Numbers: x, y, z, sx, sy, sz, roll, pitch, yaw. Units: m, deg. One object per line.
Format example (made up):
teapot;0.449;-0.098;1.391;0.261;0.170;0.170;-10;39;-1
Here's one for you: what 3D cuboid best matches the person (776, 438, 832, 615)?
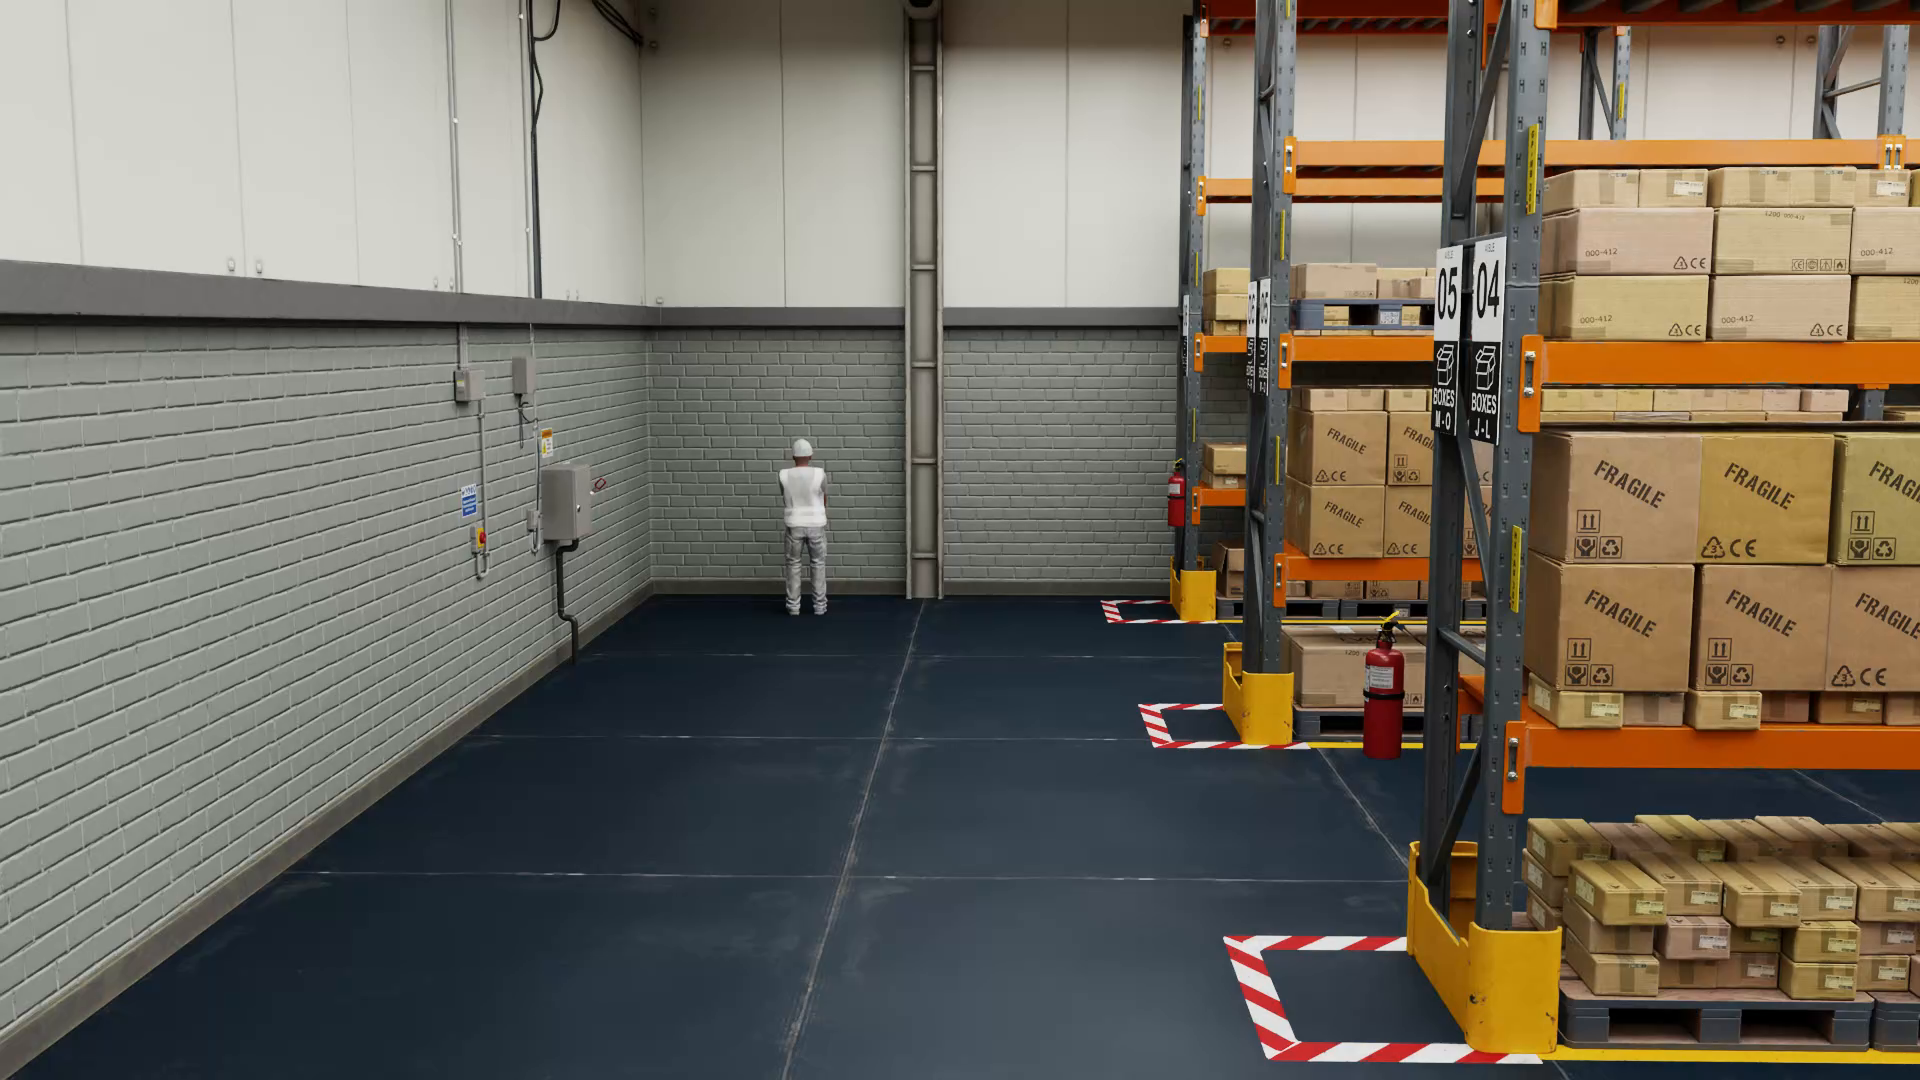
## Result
person;-1.572;-0.139;16.793;0.558;1.784;0.456;0;7;-4
